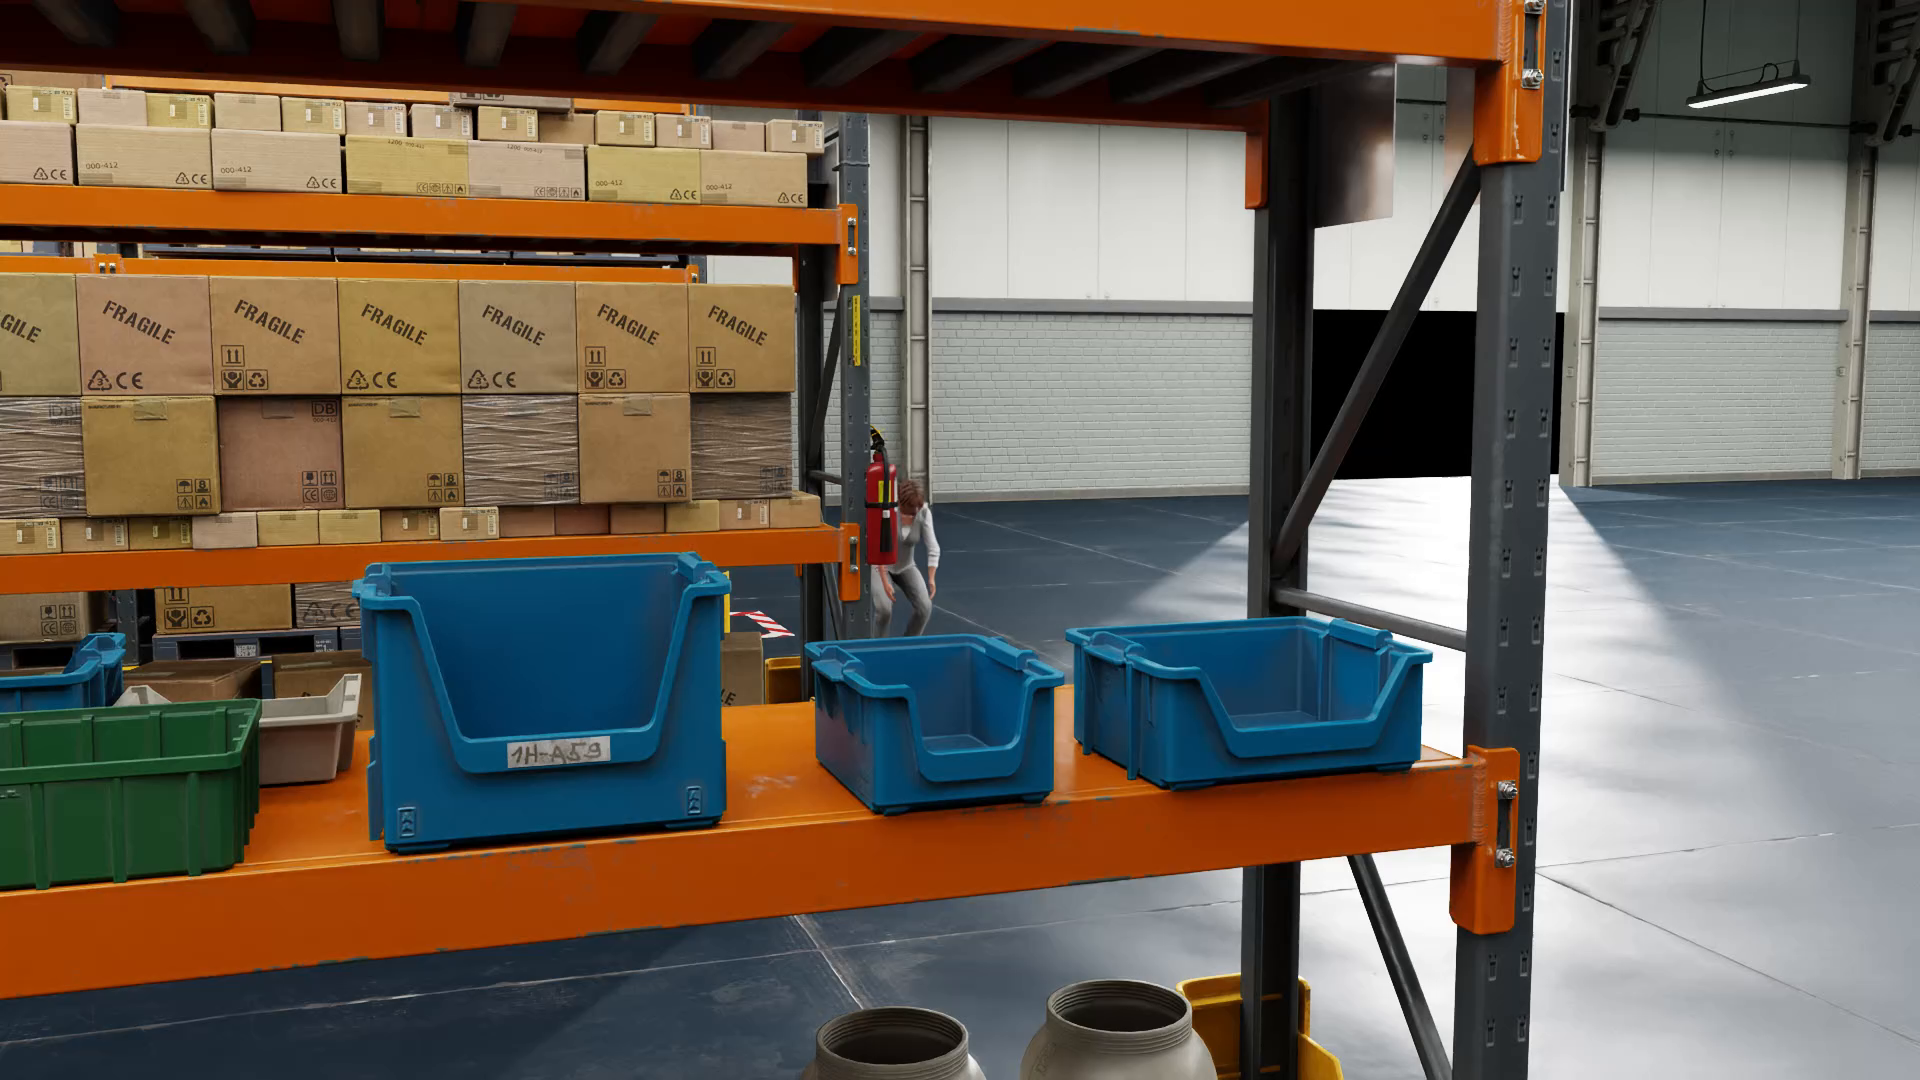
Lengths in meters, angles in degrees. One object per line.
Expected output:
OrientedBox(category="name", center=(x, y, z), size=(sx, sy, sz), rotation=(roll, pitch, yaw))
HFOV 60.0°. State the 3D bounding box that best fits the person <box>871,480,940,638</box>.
OrientedBox(category="person", center=(-0.391, 0.234, 11.375), size=(0.462, 1.325, 0.640), rotation=(-2, 6, -18))
